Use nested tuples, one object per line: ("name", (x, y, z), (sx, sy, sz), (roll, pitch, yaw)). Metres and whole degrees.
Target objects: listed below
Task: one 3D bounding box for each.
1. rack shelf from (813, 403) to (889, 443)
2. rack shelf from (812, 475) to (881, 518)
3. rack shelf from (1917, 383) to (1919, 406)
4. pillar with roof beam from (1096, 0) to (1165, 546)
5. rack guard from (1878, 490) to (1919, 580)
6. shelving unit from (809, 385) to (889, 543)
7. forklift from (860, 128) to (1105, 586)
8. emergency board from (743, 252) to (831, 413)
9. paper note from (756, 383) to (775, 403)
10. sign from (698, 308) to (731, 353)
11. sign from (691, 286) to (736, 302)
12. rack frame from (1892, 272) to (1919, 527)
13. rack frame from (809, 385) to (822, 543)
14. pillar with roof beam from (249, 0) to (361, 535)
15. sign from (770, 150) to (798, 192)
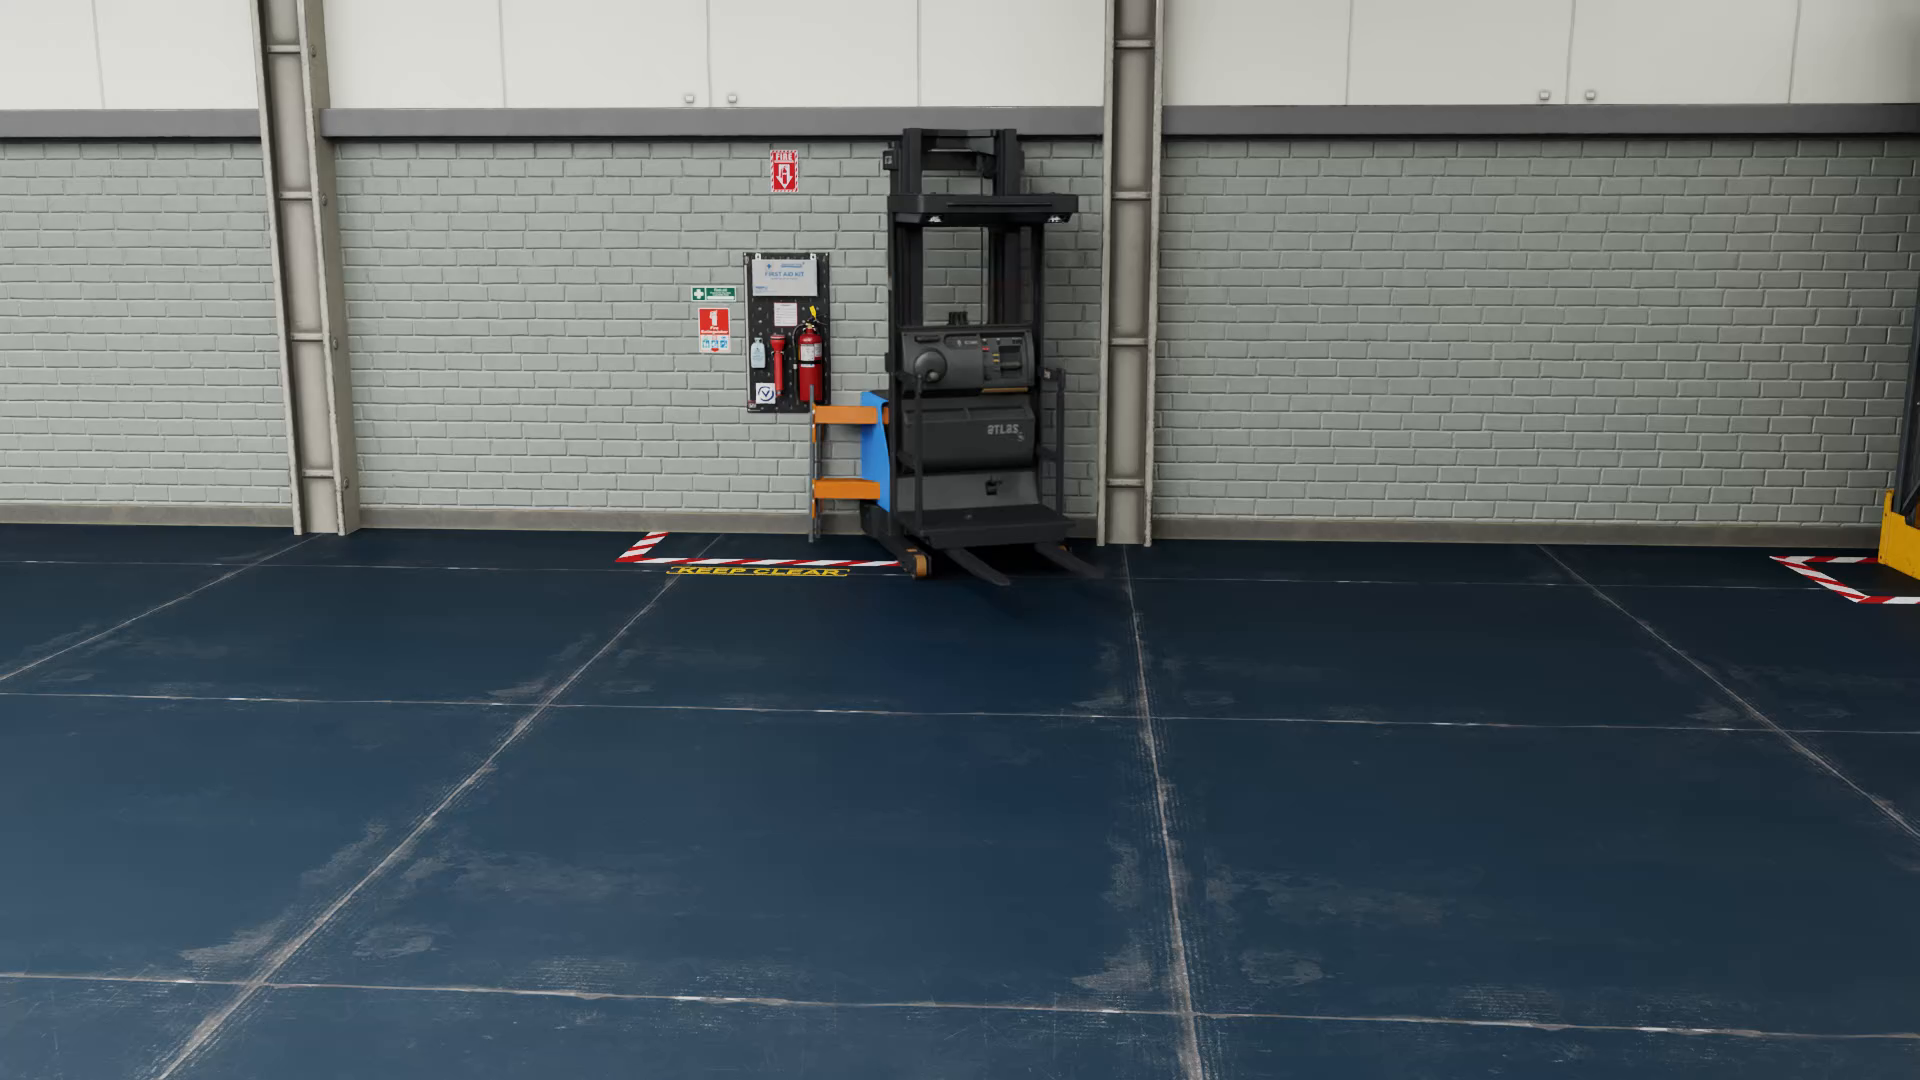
("rack shelf", (-0.541, -0.848, 12.076), (1.000, 0.278, 0.538), (1, 5, 2))
("rack shelf", (-0.548, -0.314, 12.124), (1.000, 0.278, 0.538), (1, 5, 2))
("rack shelf", (8.427, -0.827, 10.654), (4.000, 0.370, 1.077), (1, 12, 4))
("pillar with roof beam", (0.913, -3.513, 7.084), (0.400, 9.000, 9.100), (1, 12, 4))
("rack guard", (6.507, 0.018, 10.962), (0.348, 0.500, 1.175), (1, 12, 4))
("shelving unit", (-0.544, -0.557, 12.102), (1.048, 1.125, 0.538), (1, 5, 2))
("forklift", (0.121, -1.266, 11.164), (1.130, 2.935, 3.031), (-4, 12, -17))
("emergency board", (-1.263, -1.498, 12.102), (0.643, 1.169, 0.194), (1, 12, 4))
("paper note", (-1.435, -1.083, 12.271), (0.142, 0.148, 0.016), (1, 12, 4))
("sign", (-1.807, -1.544, 12.235), (0.234, 0.329, 0.001), (1, 12, 4))
("sign", (-1.803, -1.801, 12.172), (0.331, 0.109, 0.001), (1, 12, 4))
("rack frame", (6.431, -1.207, 10.711), (0.127, 3.000, 1.000), (1, 12, 4))
("rack frame", (-1.053, -0.565, 12.117), (0.032, 1.125, 0.500), (1, 5, 2))
("pillar with roof beam", (-5.074, -3.595, 7.477), (0.400, 9.000, 9.100), (1, 12, 4))
("sign", (-1.264, -2.653, 11.962), (0.199, 0.298, 0.001), (1, 12, 4))
